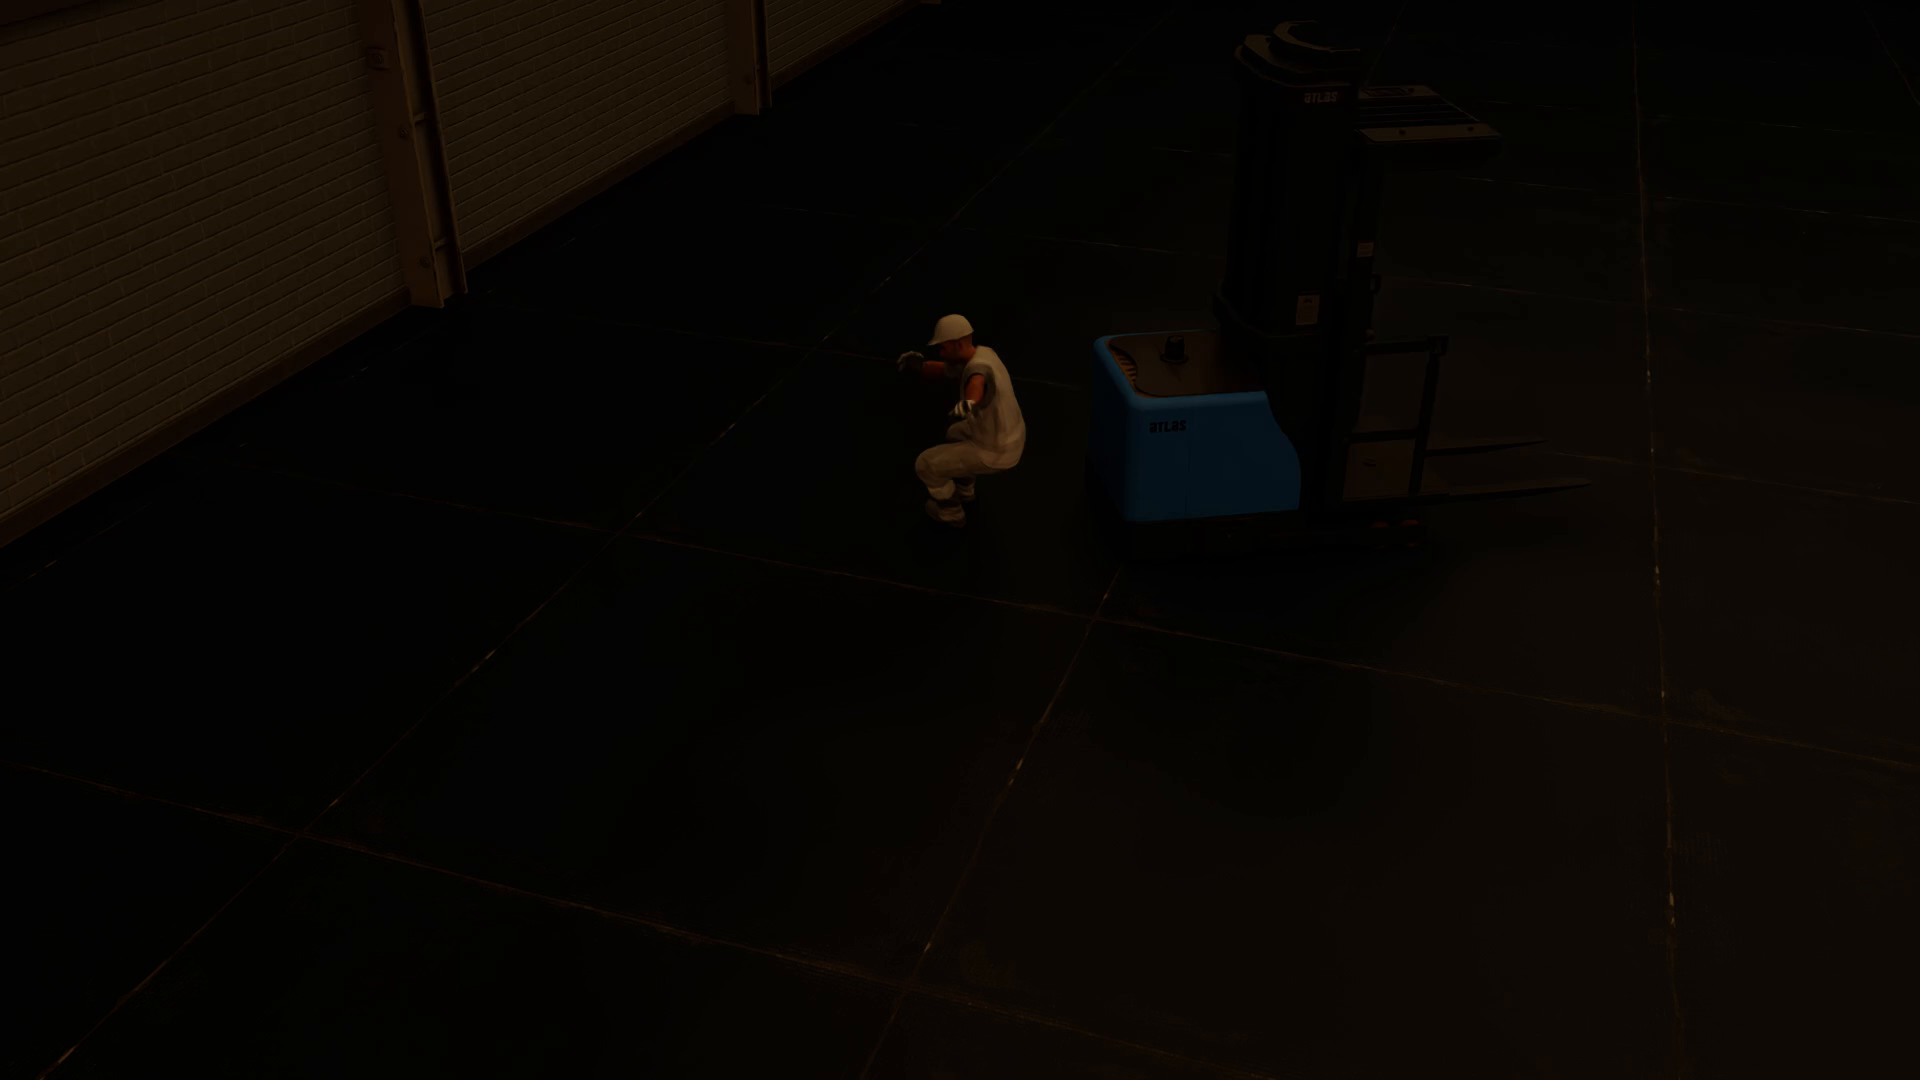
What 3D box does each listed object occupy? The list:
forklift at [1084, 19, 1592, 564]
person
[{"bbox_3d":[2.353,-1.469,9.713,3.031,2.935,1.130,-5,30,-8],"label":"forklift"},{"bbox_3d":[-0.010,-0.569,9.657,0.741,1.450,1.501,6,30,10],"label":"person"}]
